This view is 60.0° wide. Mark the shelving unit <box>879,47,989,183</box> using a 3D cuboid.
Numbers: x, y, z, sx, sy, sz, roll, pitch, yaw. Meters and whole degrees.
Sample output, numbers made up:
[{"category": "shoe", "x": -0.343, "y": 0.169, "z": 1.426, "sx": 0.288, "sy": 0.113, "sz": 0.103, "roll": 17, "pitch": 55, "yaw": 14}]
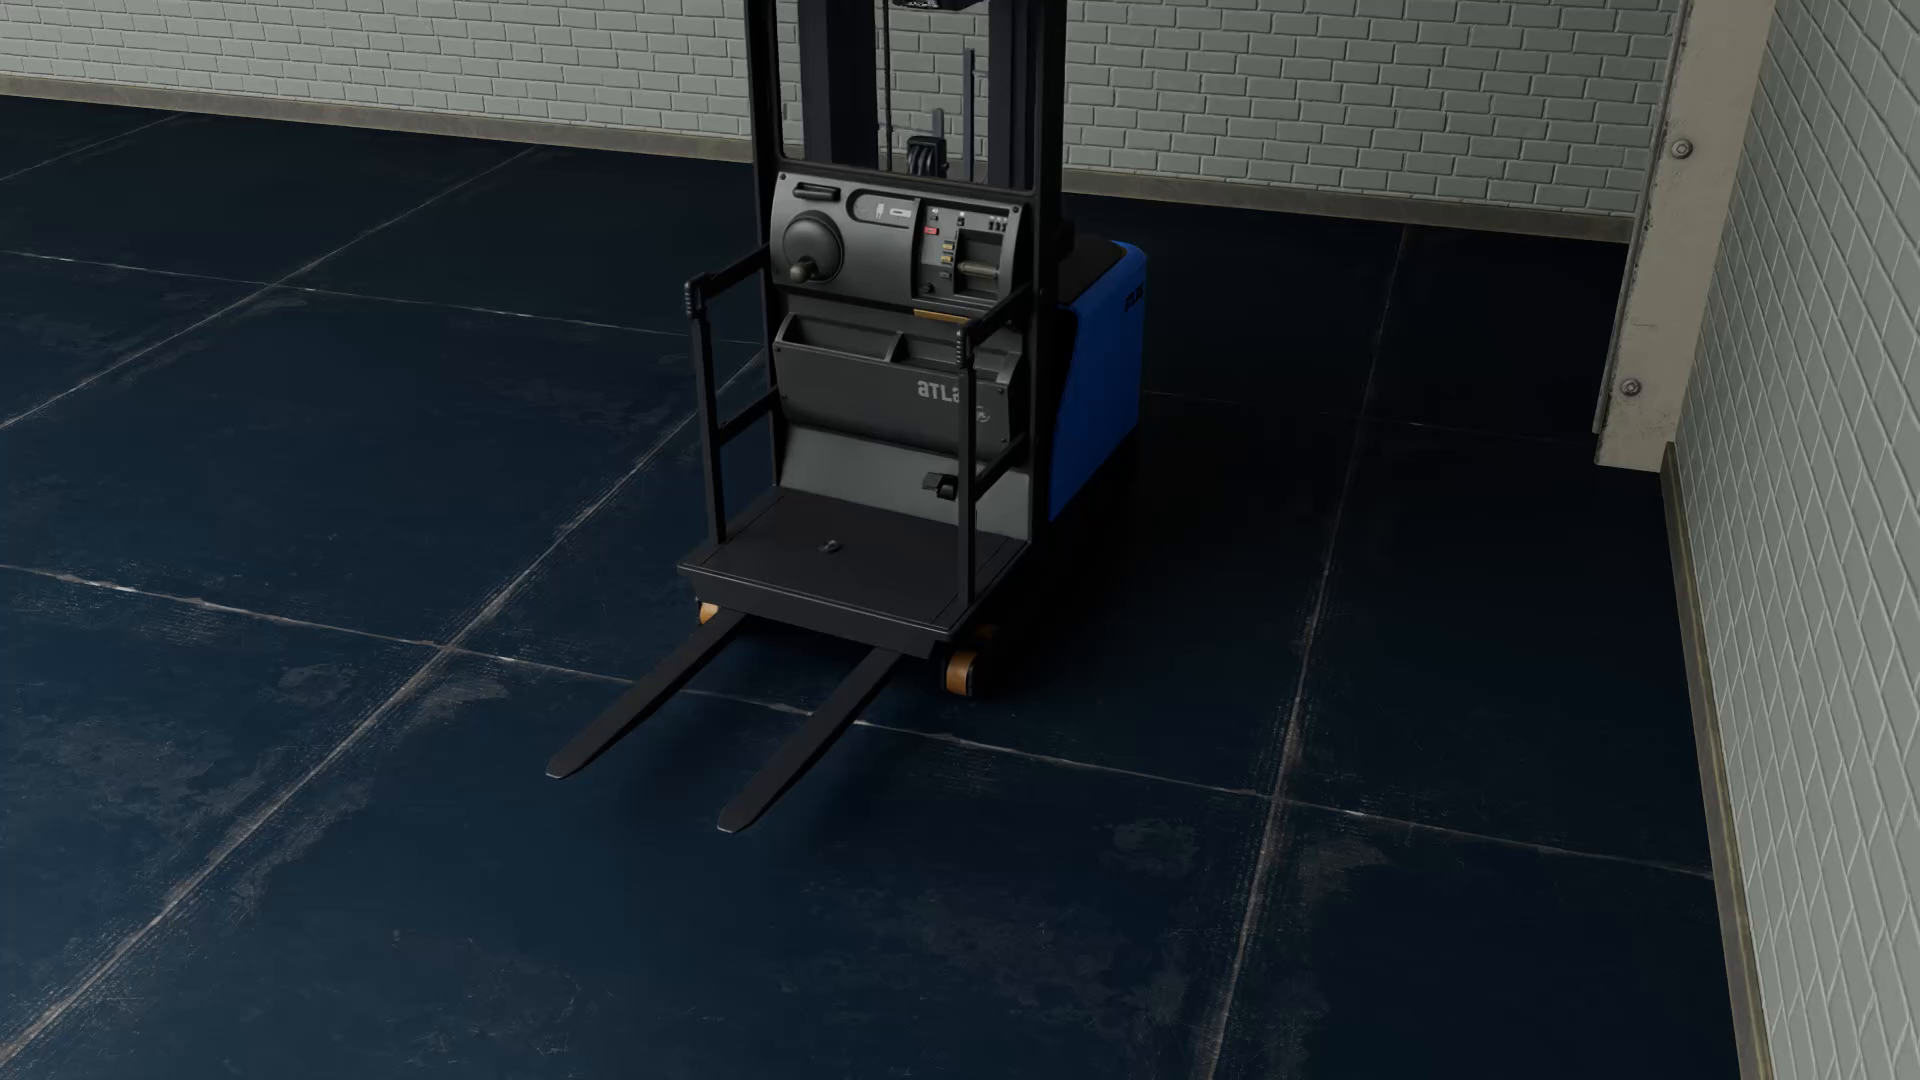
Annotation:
[{"category": "shelving unit", "x": -0.022, "y": -1.393, "z": 7.711, "sx": 0.538, "sy": 1.500, "sz": 1.048, "roll": 16, "pitch": 33, "yaw": 27}]

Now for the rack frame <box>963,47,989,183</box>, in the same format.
[{"category": "rack frame", "x": 0.238, "y": -1.605, "z": 8.093, "sx": 0.500, "sy": 1.500, "sz": 0.032, "roll": 16, "pitch": 33, "yaw": 27}]

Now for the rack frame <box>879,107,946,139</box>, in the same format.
[{"category": "rack frame", "x": -0.281, "y": -1.180, "z": 7.329, "sx": 0.500, "sy": 1.500, "sz": 0.032, "roll": 16, "pitch": 33, "yaw": 27}]

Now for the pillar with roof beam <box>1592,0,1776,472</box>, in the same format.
[{"category": "pillar with roof beam", "x": -1.105, "y": -4.951, "z": 6.394, "sx": 9.100, "sy": 9.000, "sz": 0.400, "roll": 8, "pitch": 30, "yaw": 15}]

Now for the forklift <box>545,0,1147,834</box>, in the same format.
[{"category": "forklift", "x": -0.314, "y": -0.979, "z": 5.494, "sx": 1.130, "sy": 2.935, "sz": 3.031, "roll": 13, "pitch": 32, "yaw": 22}]
